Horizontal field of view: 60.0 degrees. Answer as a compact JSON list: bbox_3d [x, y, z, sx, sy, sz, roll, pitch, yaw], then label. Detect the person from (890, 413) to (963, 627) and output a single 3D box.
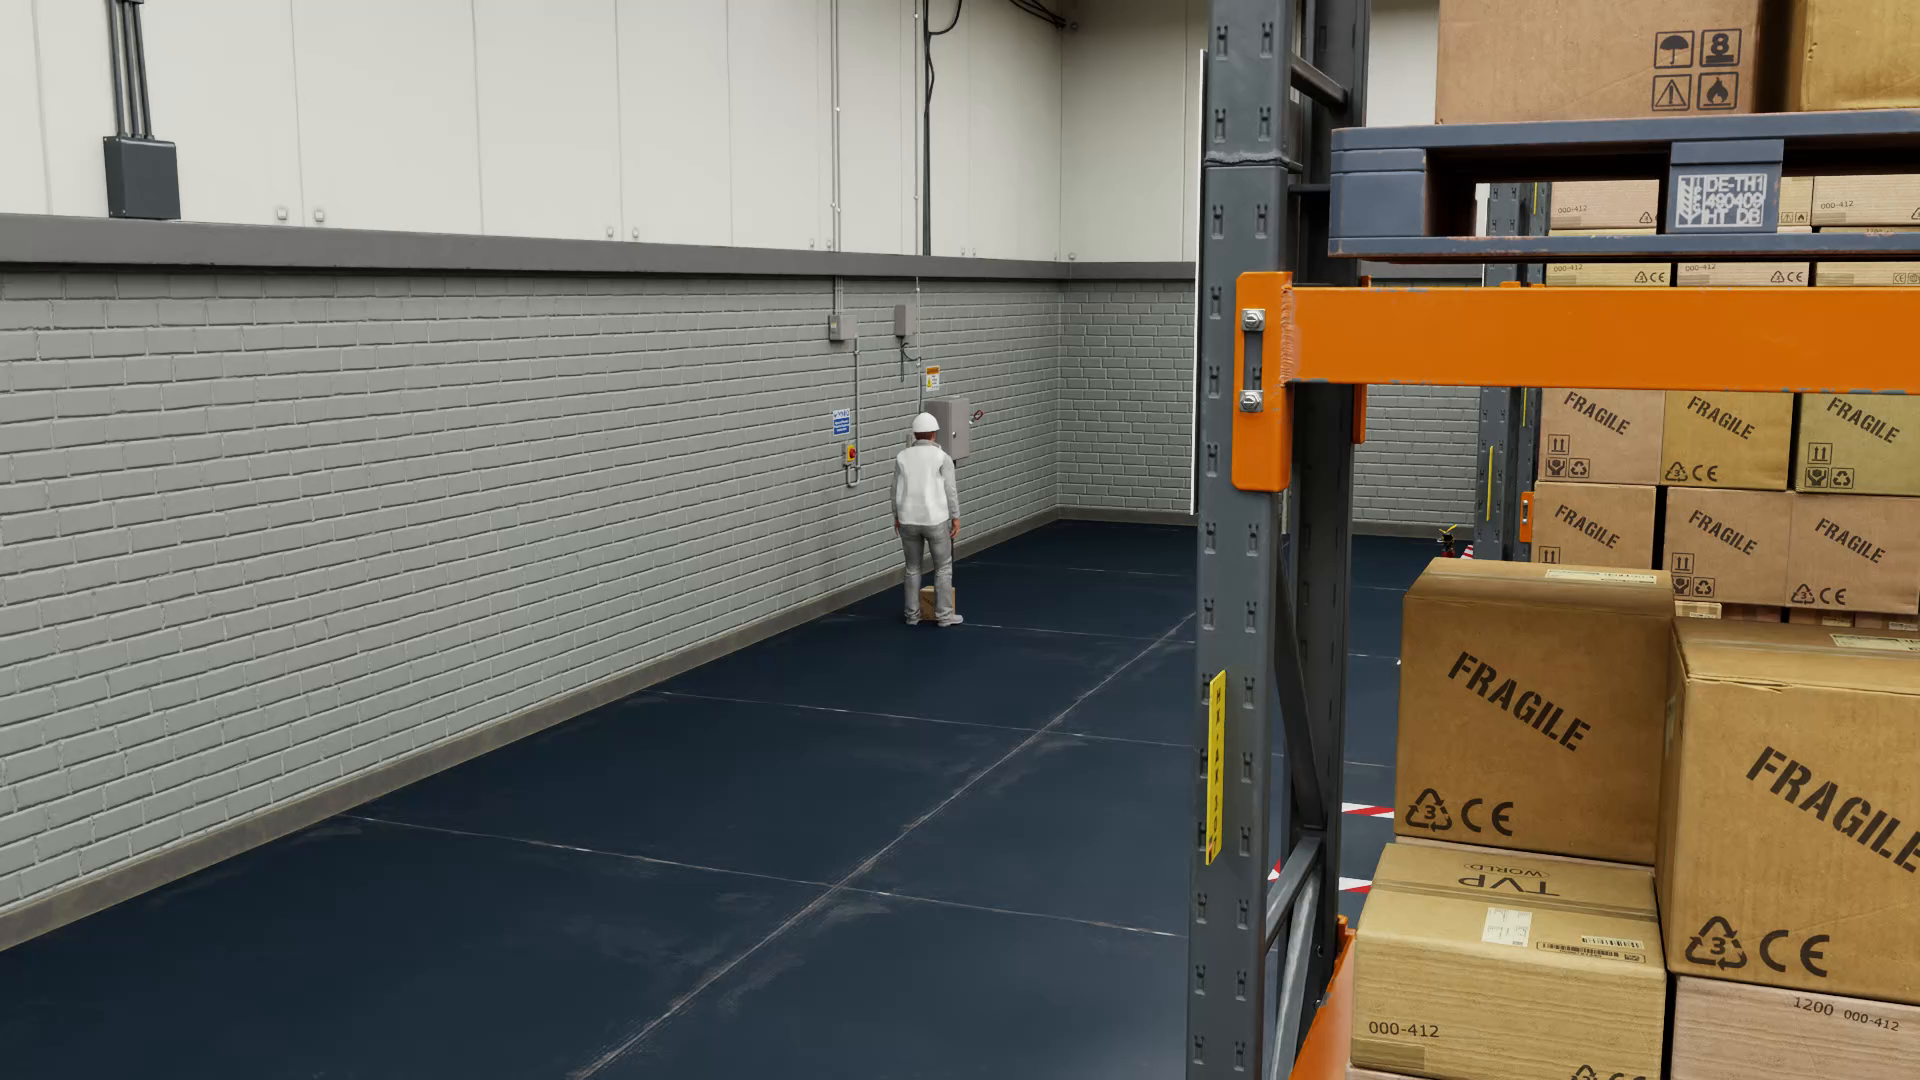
[{"bbox_3d":[-0.288,-0.172,13.892,0.590,1.772,0.460,3,9,19],"label":"person"}]
